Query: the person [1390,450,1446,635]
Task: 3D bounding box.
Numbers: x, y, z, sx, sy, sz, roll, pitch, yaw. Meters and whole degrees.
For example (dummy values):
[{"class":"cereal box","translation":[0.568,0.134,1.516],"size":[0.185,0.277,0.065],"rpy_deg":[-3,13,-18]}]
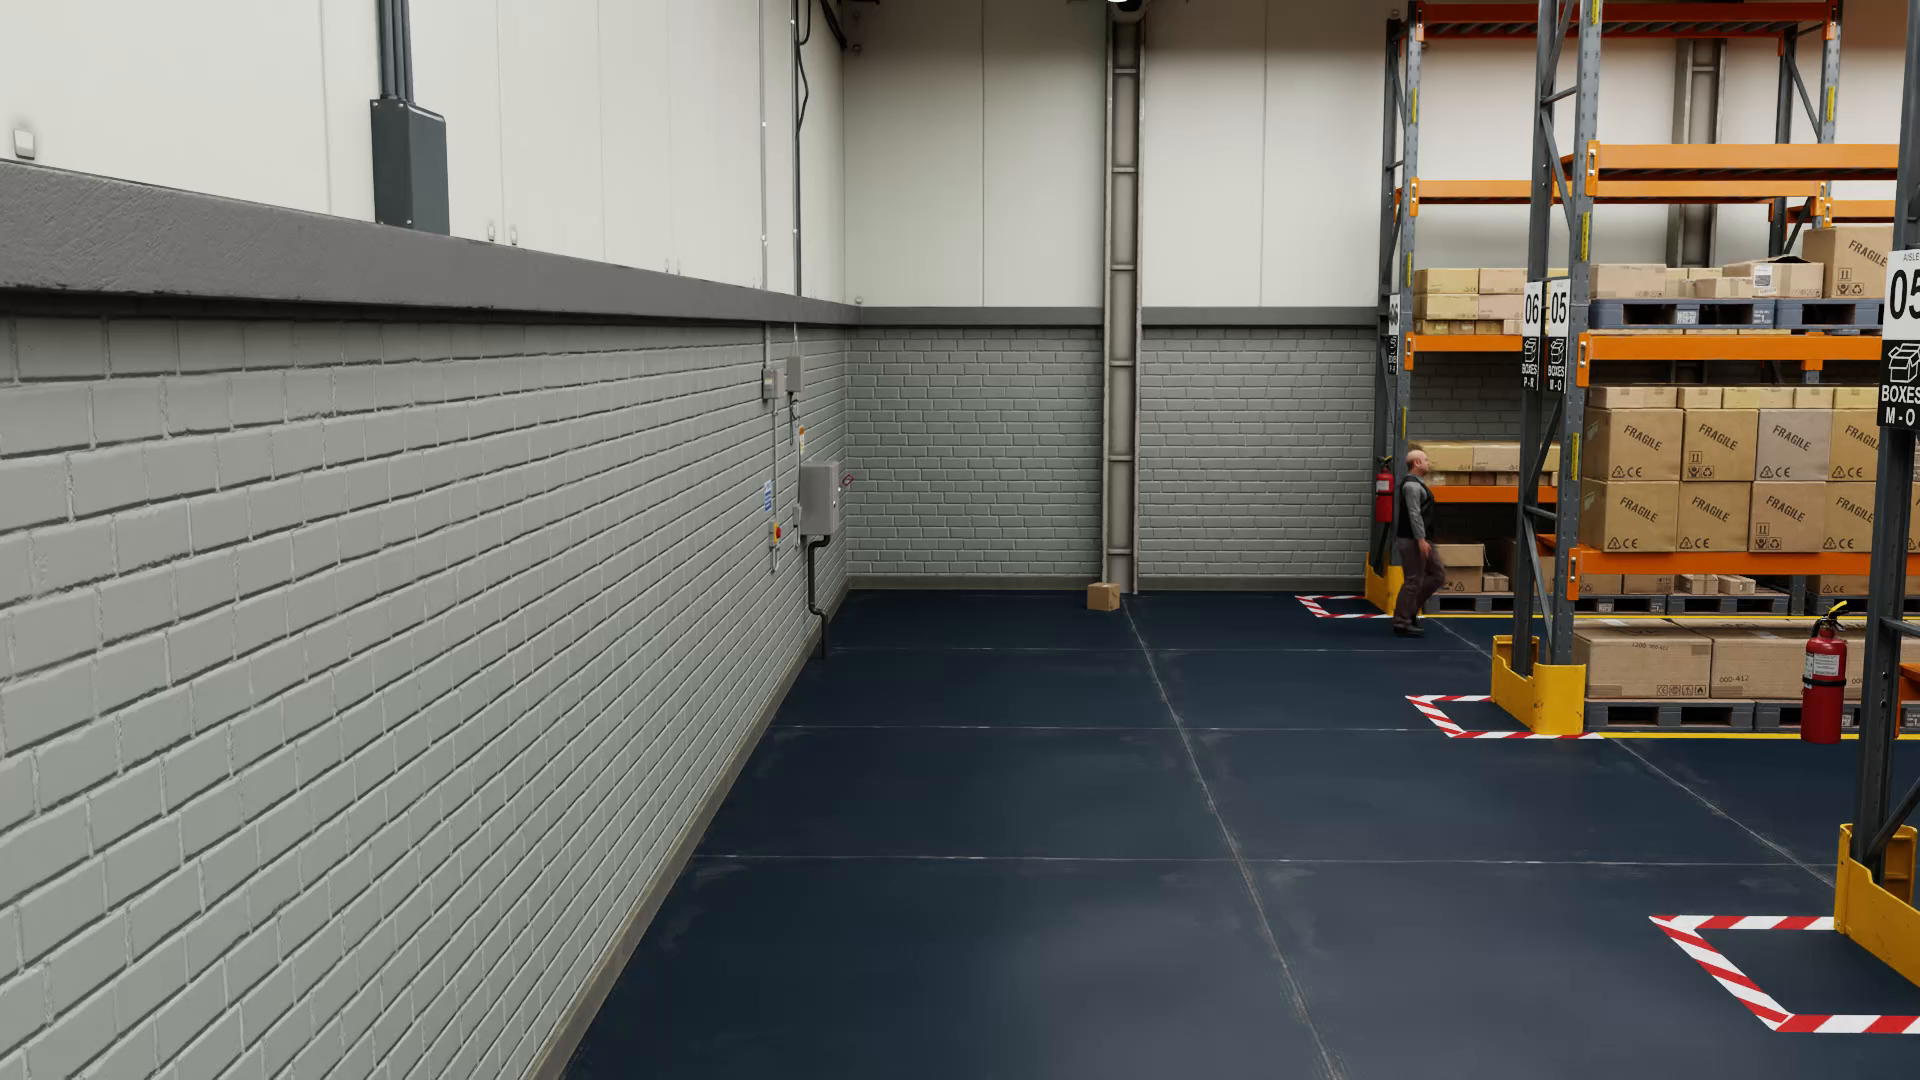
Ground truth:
[{"class":"person","translation":[4.291,0.032,15.518],"size":[0.481,1.734,0.577],"rpy_deg":[2,8,17]}]
